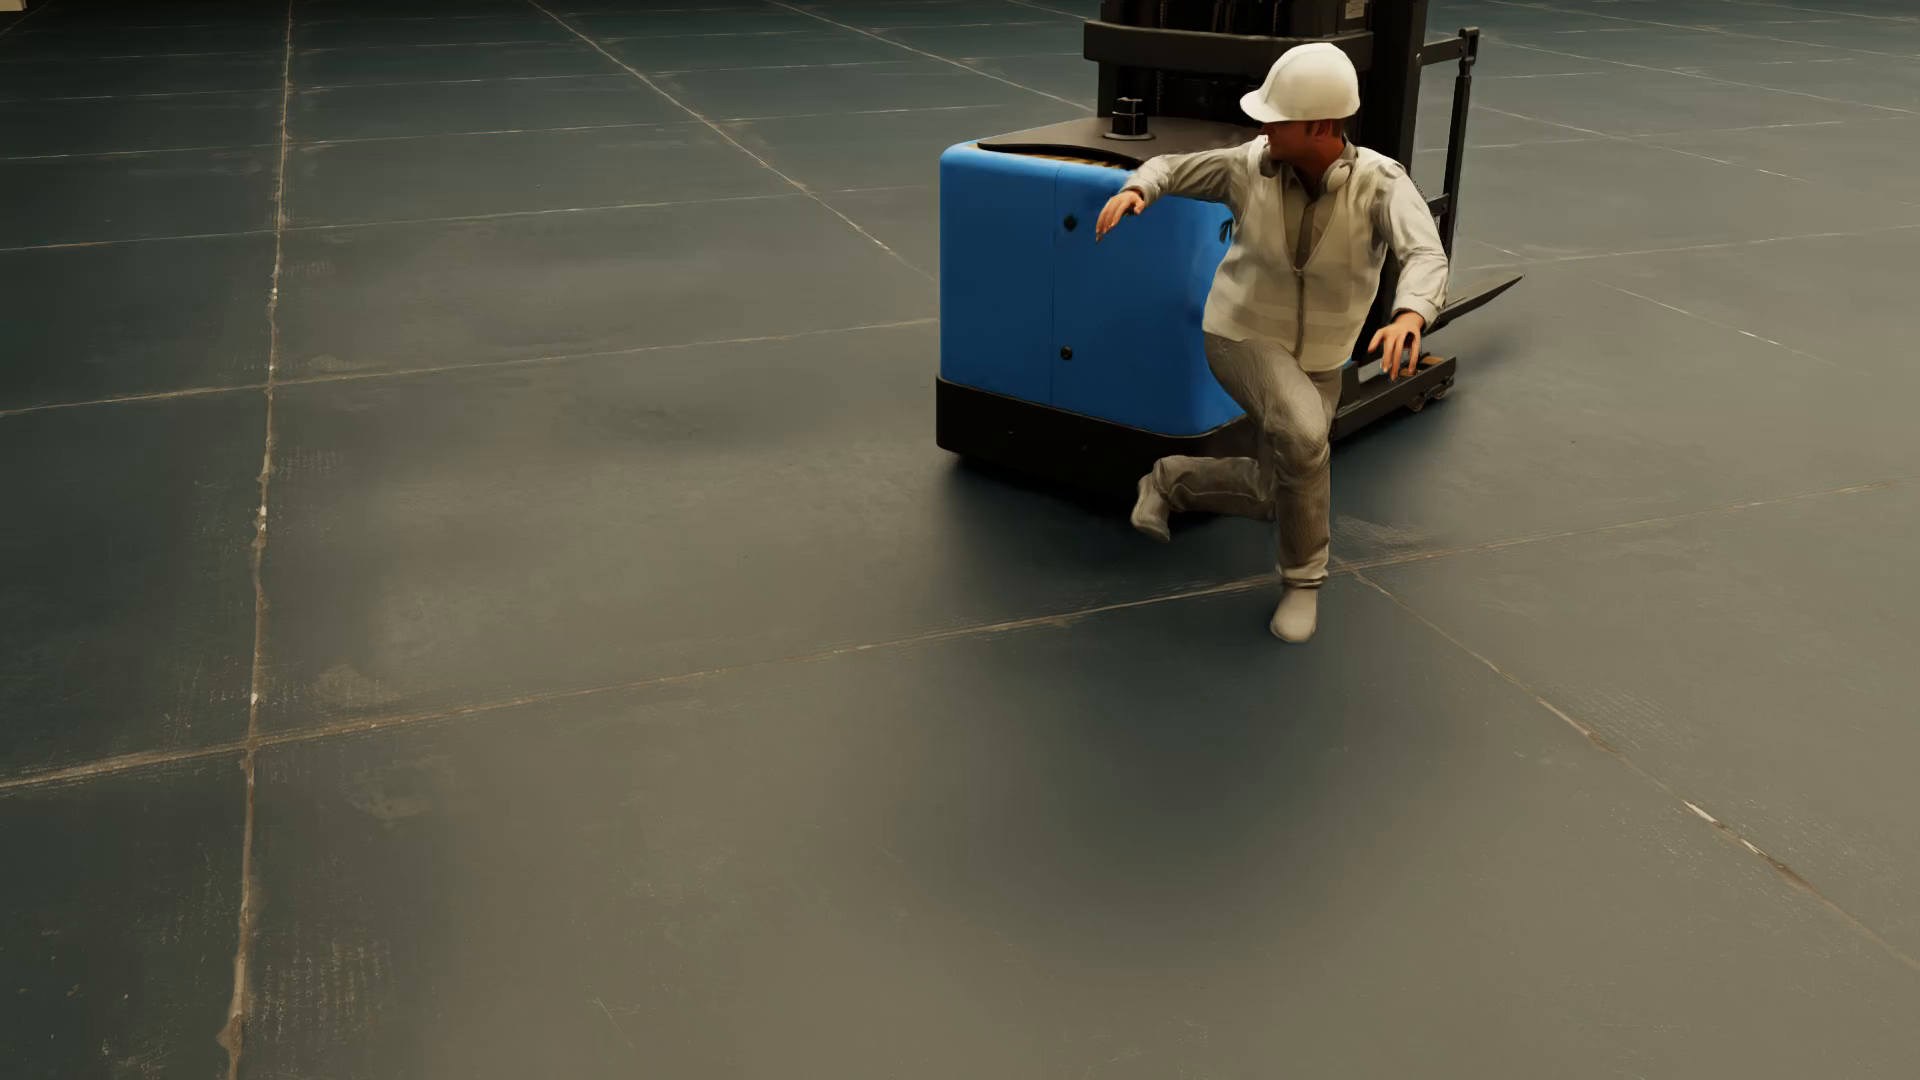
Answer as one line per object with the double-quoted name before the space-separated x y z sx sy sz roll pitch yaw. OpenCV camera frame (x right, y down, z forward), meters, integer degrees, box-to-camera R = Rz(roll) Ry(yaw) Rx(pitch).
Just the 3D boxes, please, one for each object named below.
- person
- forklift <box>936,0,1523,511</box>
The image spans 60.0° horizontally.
"person" 0.765 -0.500 4.339 0.848 1.533 1.100 -3 23 -7
"forklift" 1.242 -1.938 5.906 1.130 2.935 3.031 18 29 36
